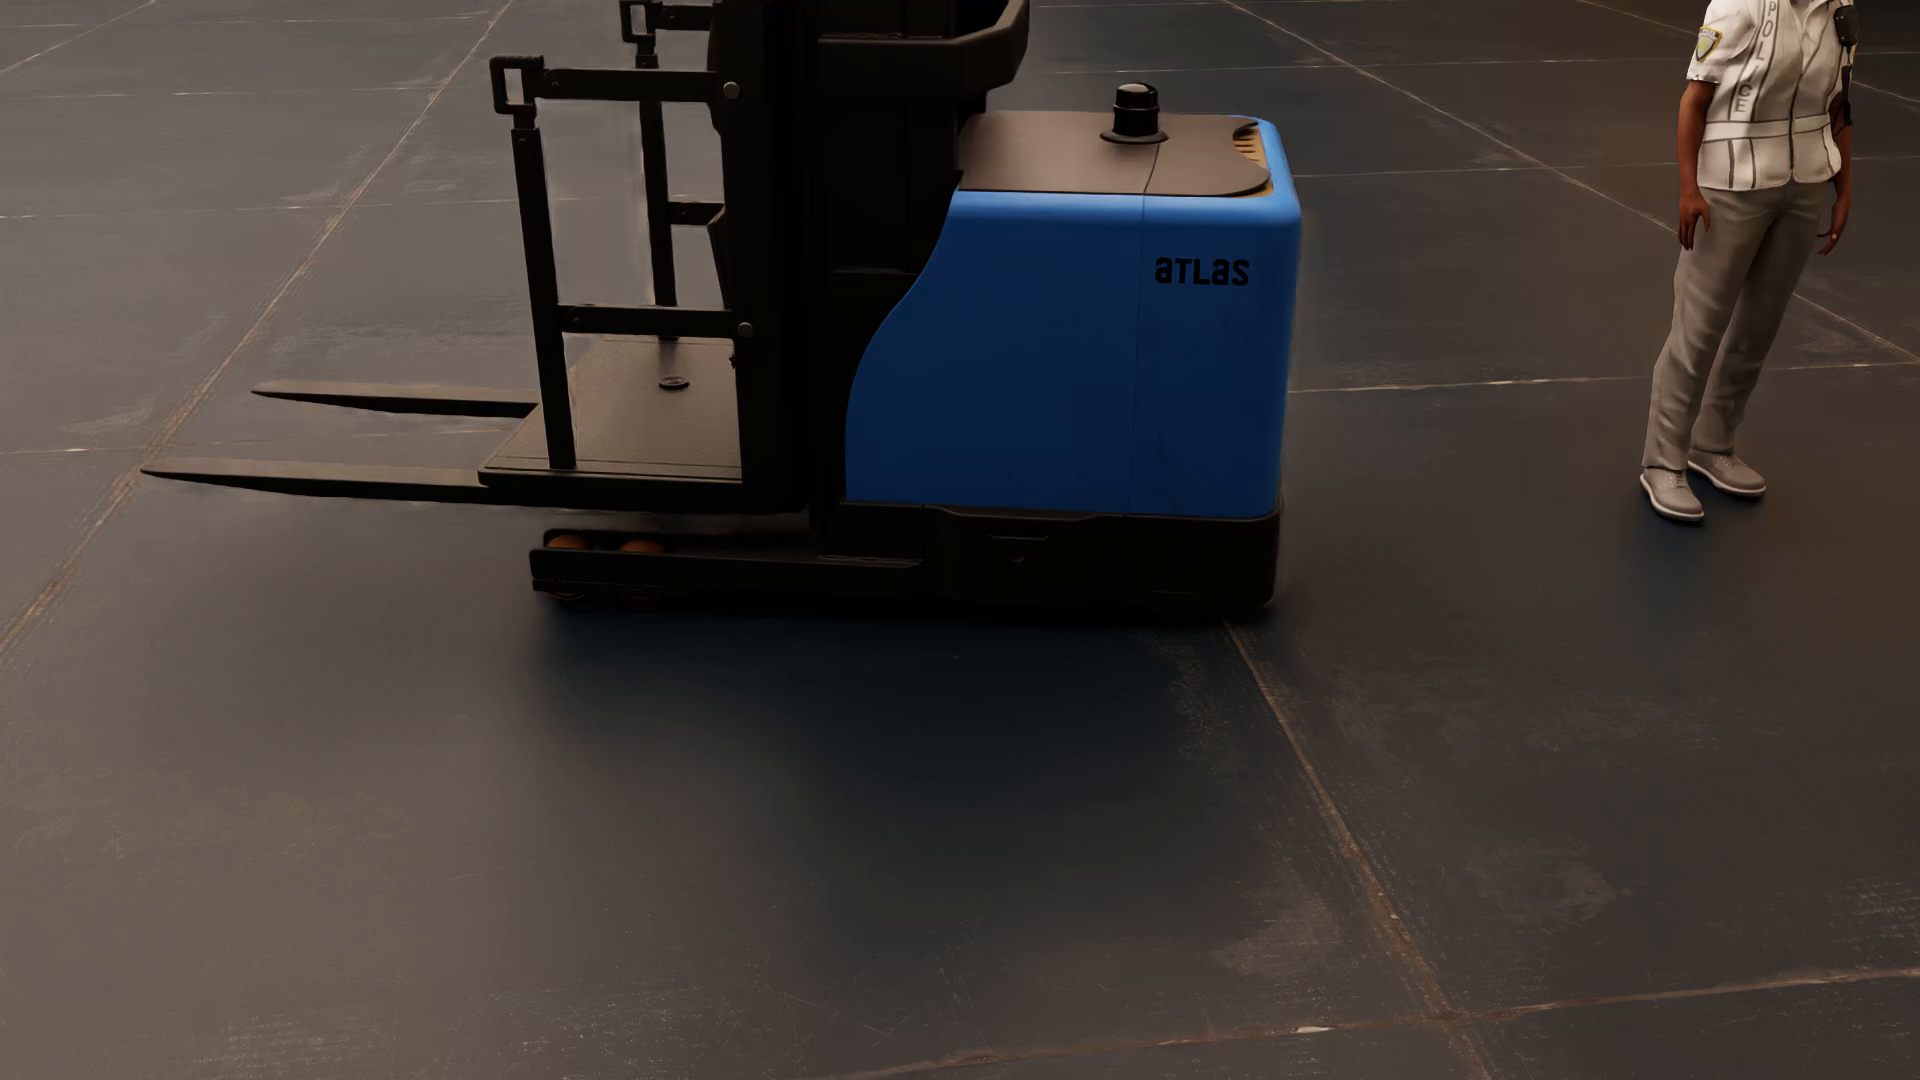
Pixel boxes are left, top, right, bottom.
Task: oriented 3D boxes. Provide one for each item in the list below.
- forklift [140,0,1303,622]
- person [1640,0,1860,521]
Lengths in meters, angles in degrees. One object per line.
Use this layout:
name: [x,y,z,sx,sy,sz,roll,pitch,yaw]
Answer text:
forklift: [-0.673,-1.379,4.091,3.031,2.935,1.130,3,26,6]
person: [2.230,-0.938,4.583,0.568,1.695,0.531,-5,26,-11]
